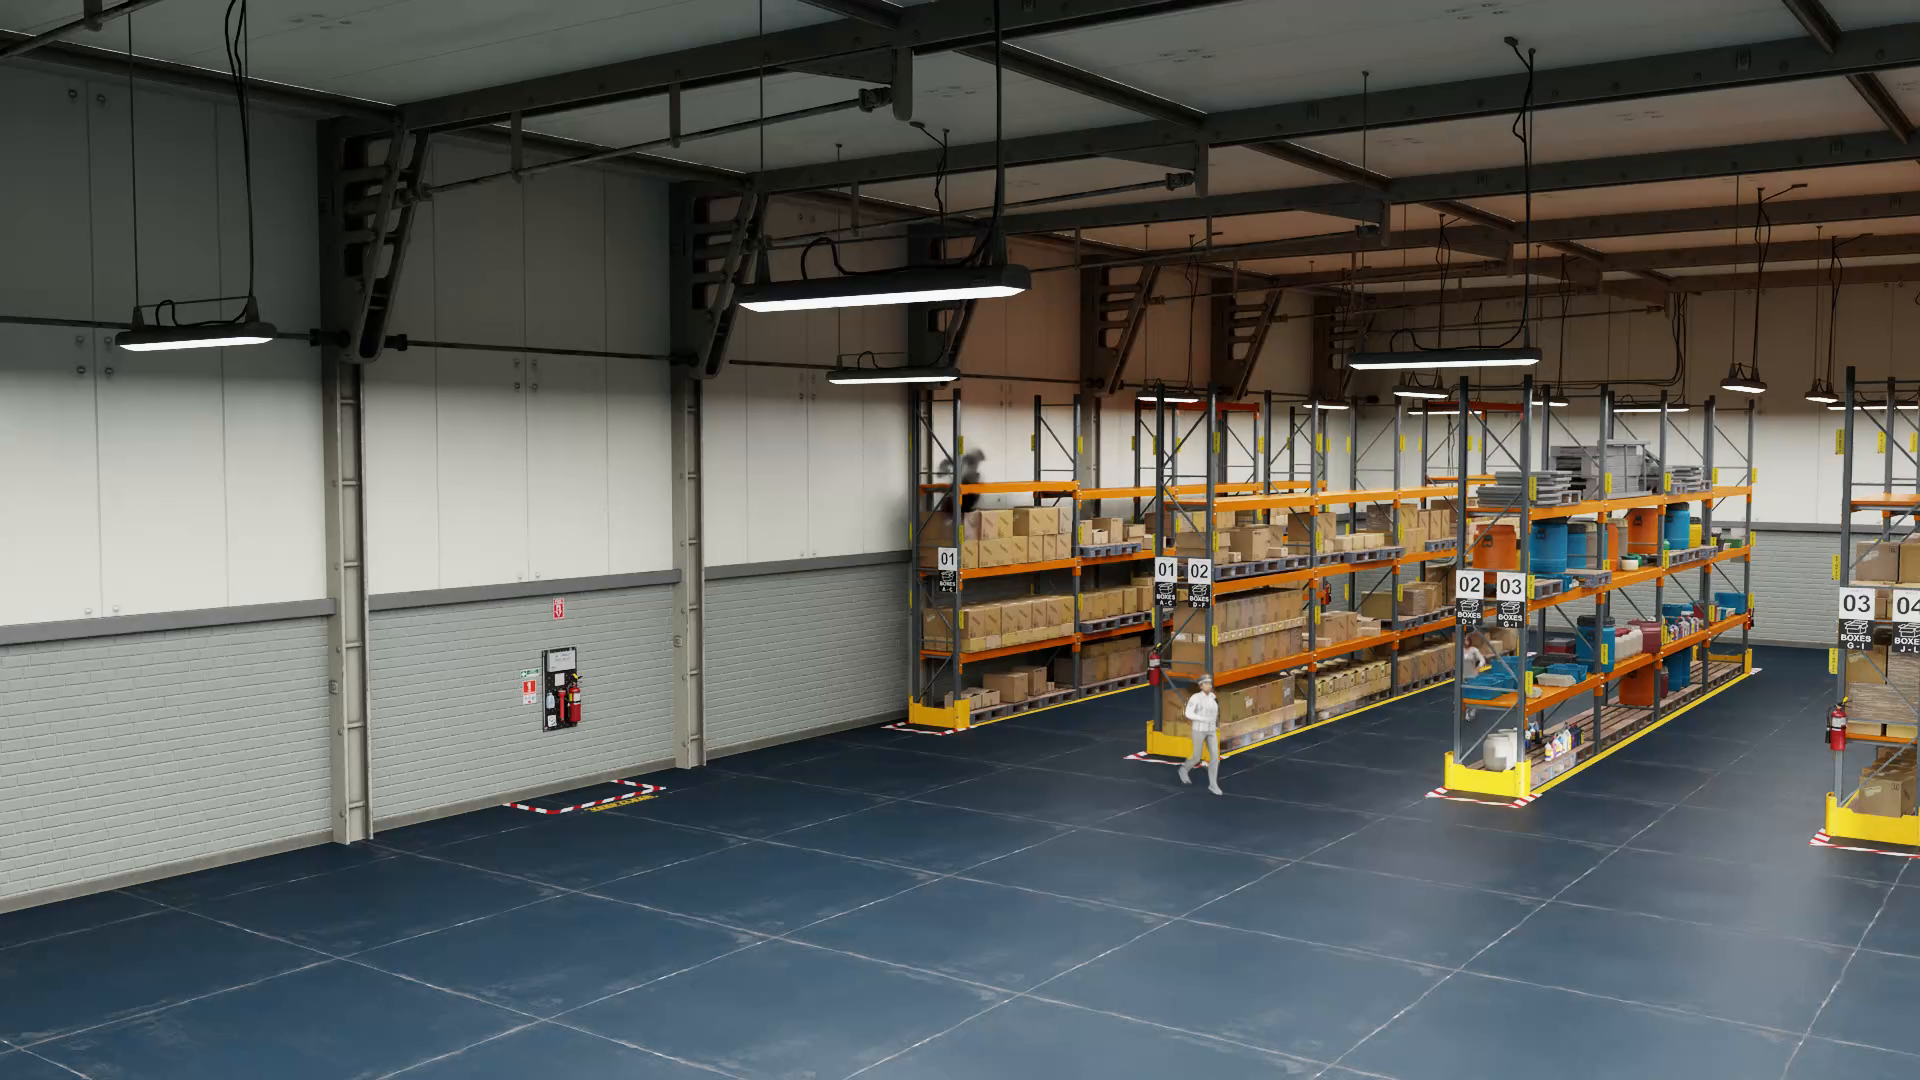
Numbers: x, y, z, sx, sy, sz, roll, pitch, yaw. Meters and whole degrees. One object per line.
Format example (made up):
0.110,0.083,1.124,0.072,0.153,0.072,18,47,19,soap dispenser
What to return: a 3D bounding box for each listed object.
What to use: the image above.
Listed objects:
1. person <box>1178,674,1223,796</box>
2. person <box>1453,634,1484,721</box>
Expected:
3.506,2.786,24.058,0.596,1.717,0.829,-2,4,-26,person
9.172,2.487,30.075,0.509,1.561,0.622,2,4,32,person
